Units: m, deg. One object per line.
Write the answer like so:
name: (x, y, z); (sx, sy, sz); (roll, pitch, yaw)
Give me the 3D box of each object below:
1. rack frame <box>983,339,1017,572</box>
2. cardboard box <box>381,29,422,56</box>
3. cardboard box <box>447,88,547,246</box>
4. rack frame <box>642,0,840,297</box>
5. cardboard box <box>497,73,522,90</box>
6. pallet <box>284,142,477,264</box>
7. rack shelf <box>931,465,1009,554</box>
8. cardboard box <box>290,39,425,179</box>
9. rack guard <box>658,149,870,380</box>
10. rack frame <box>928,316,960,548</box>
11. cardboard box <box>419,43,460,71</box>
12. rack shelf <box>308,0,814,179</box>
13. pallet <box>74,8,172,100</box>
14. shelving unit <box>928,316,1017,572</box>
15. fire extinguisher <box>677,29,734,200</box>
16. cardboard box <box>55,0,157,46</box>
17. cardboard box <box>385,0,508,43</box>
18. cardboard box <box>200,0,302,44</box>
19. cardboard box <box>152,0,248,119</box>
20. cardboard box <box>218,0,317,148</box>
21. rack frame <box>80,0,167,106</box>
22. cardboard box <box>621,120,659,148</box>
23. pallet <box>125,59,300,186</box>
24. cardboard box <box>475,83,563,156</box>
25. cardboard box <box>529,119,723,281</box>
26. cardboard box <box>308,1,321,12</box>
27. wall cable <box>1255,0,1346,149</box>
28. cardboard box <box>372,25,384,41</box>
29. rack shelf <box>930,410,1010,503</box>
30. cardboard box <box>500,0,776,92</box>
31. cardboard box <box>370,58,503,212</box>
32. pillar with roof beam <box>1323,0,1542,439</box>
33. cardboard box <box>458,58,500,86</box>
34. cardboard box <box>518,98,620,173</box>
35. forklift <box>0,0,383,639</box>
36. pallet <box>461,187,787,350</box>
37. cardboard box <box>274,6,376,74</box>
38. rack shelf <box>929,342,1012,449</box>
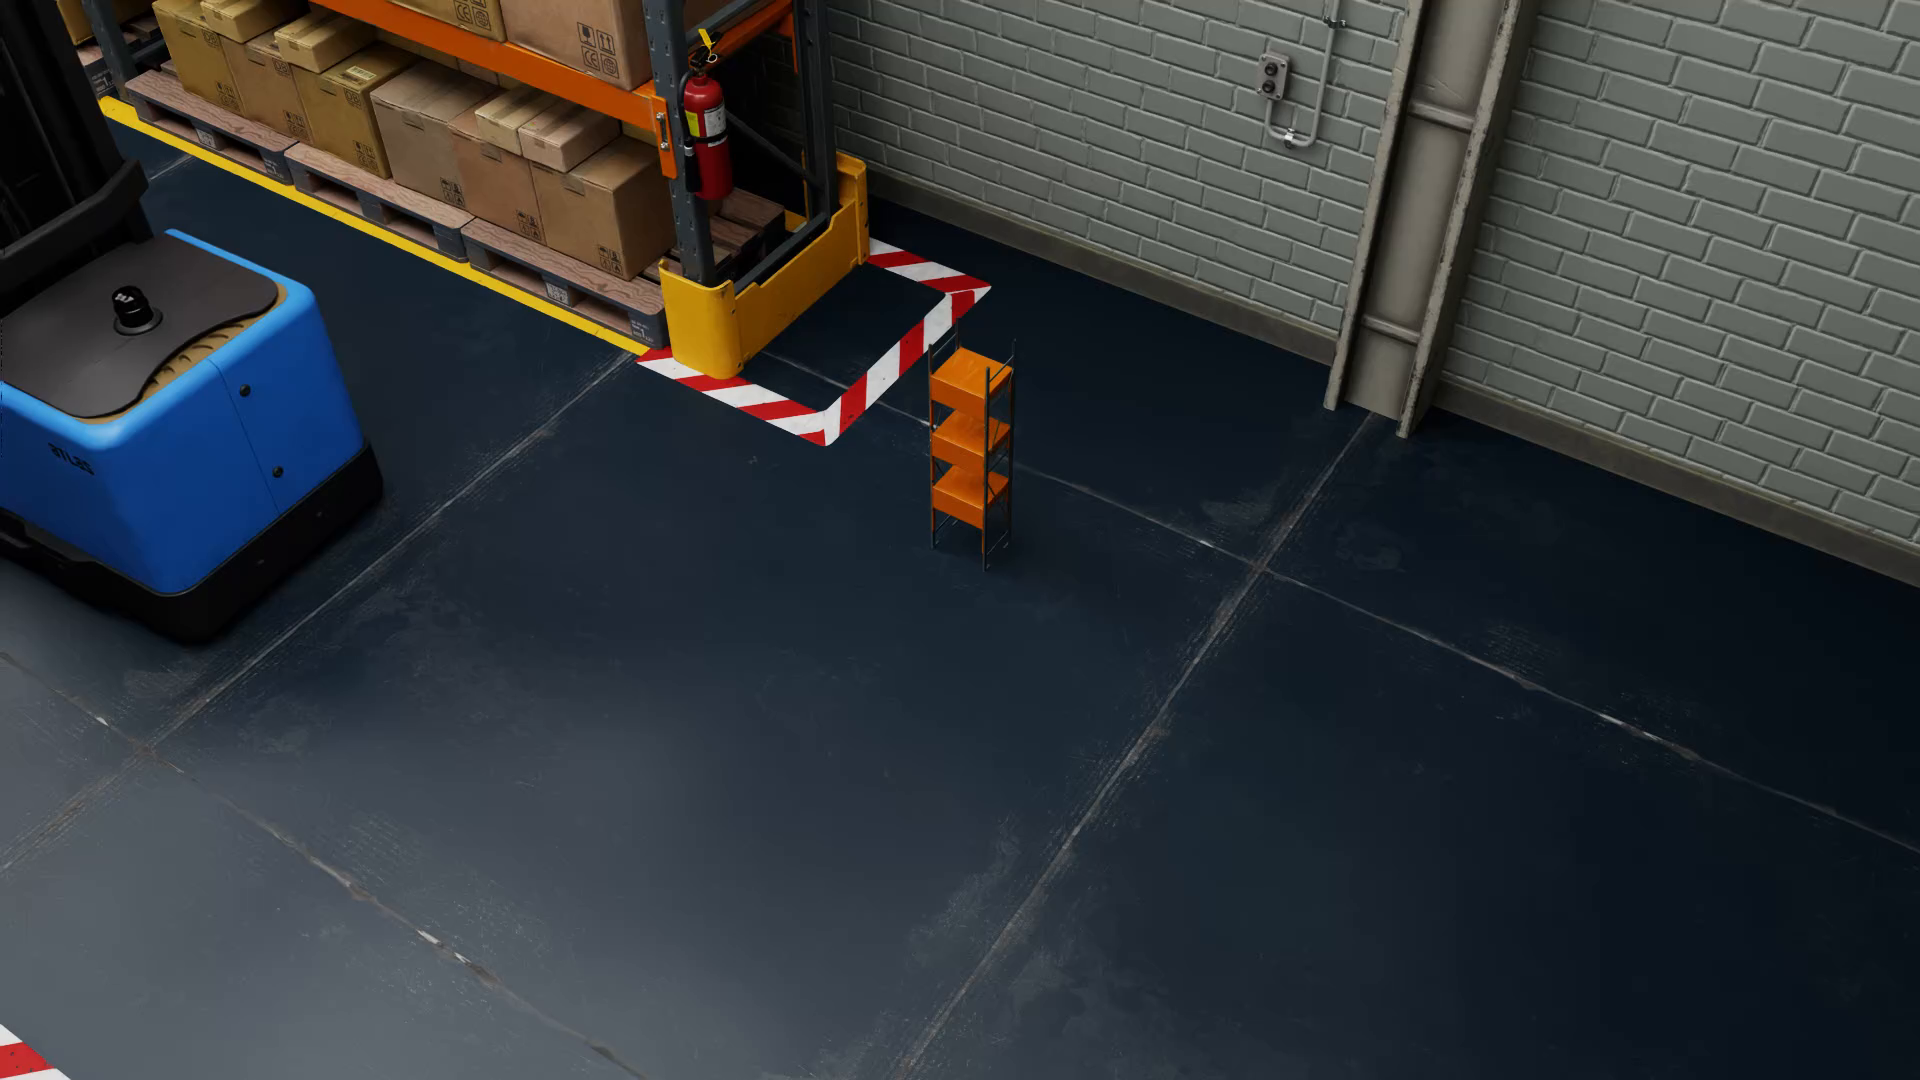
rack frame: (0.148, -0.298, 6.307); (0.008, 1.050, 0.200); (25, 51, 22)
cardboard box: (-2.604, -2.545, 8.129); (0.250, 0.149, 0.380); (24, 50, 21)
cardboard box: (-1.958, -1.852, 7.909); (0.500, 0.500, 0.700); (25, 51, 22)
rack frame: (-0.893, -2.173, 6.770); (0.127, 3.000, 1.000); (25, 51, 22)
cardboard box: (-1.960, -2.250, 7.843); (0.250, 0.149, 0.380); (25, 51, 22)
pallet: (-2.631, -1.936, 8.484); (1.213, 0.211, 1.003); (25, 51, 22)
rack shelf: (0.045, -0.144, 6.560); (0.240, 0.259, 0.215); (25, 51, 22)
cardboard box: (-2.834, -2.249, 8.294); (0.500, 0.500, 0.700); (26, 51, 23)
rack guard: (-0.873, -1.292, 7.657); (0.348, 0.500, 1.175); (25, 51, 22)
rack frame: (-0.058, -0.392, 6.399); (0.008, 1.050, 0.200); (25, 51, 22)
cardboard box: (-2.391, -2.447, 8.034); (0.250, 0.149, 0.380); (25, 51, 22)
rack shelf: (-2.577, -2.696, 7.780); (4.000, 0.370, 1.077); (25, 51, 22)
pallet: (-4.950, -3.003, 9.521); (1.213, 0.211, 1.003); (25, 51, 22)
shelving unit: (0.045, -0.345, 6.353); (0.252, 1.050, 0.215); (25, 51, 22)
fire extinguisher: (-1.015, -1.679, 6.604); (0.183, 0.674, 0.296); (25, 51, 22)
cardboard box: (-4.878, -3.292, 9.063); (0.750, 0.750, 0.750); (25, 51, 23)
cardboard box: (-1.946, -2.744, 7.115); (0.700, 0.700, 0.980); (24, 51, 22)
cardboard box: (-3.496, -2.629, 8.211); (0.250, 0.149, 0.380); (26, 51, 23)
cardboard box: (-3.686, -2.645, 8.679); (0.500, 0.500, 0.700); (25, 51, 23)
cardboard box: (-3.265, -2.449, 8.488); (0.500, 0.500, 0.700); (24, 51, 22)
rack frame: (-4.260, -3.721, 8.275); (0.127, 3.000, 1.000); (25, 51, 22)
cardboard box: (-1.323, -1.957, 7.558); (0.250, 0.149, 0.380); (25, 51, 22)
pallet: (-3.662, -2.408, 8.943); (1.213, 0.211, 1.003); (25, 51, 22)
cardboard box: (-1.958, -1.923, 7.525); (0.250, 0.149, 0.380); (26, 51, 23)
cardboard box: (-1.536, -1.659, 7.720); (0.500, 0.500, 0.700); (25, 51, 22)
cardboard box: (-3.034, -2.743, 8.322); (0.250, 0.149, 0.380); (23, 50, 21)
wall cable: (0.695, -2.602, 6.479); (1.851, 1.984, 0.084); (25, 51, 22)
cardboard box: (-2.822, -2.645, 8.226); (0.250, 0.149, 0.380); (25, 51, 22)
rack shelf: (0.045, -0.338, 6.361); (0.240, 0.259, 0.215); (25, 51, 22)
cardboard box: (-1.328, -2.469, 6.848); (0.700, 0.700, 0.980); (27, 52, 24)
cardboard box: (-2.381, -2.047, 8.097); (0.500, 0.500, 0.700); (23, 50, 21)
pillar with roof beam: (-0.478, -1.141, 1.584); (0.400, 9.000, 9.100); (25, 51, 22)
cardboard box: (-2.175, -2.348, 7.938); (0.250, 0.149, 0.380); (25, 51, 23)
cardboard box: (-1.743, -1.824, 7.429); (0.250, 0.149, 0.380); (24, 51, 22)
forklift: (-3.913, -1.445, 6.110); (3.031, 2.935, 1.130); (23, 50, 21)
pallet: (-1.608, -1.463, 8.025); (1.213, 0.211, 1.003); (25, 51, 22)
cardboard box: (-3.057, -2.427, 8.014); (0.250, 0.149, 0.380); (23, 50, 21)
rack shelf: (0.045, -0.536, 6.157); (0.240, 0.259, 0.215); (25, 51, 22)
